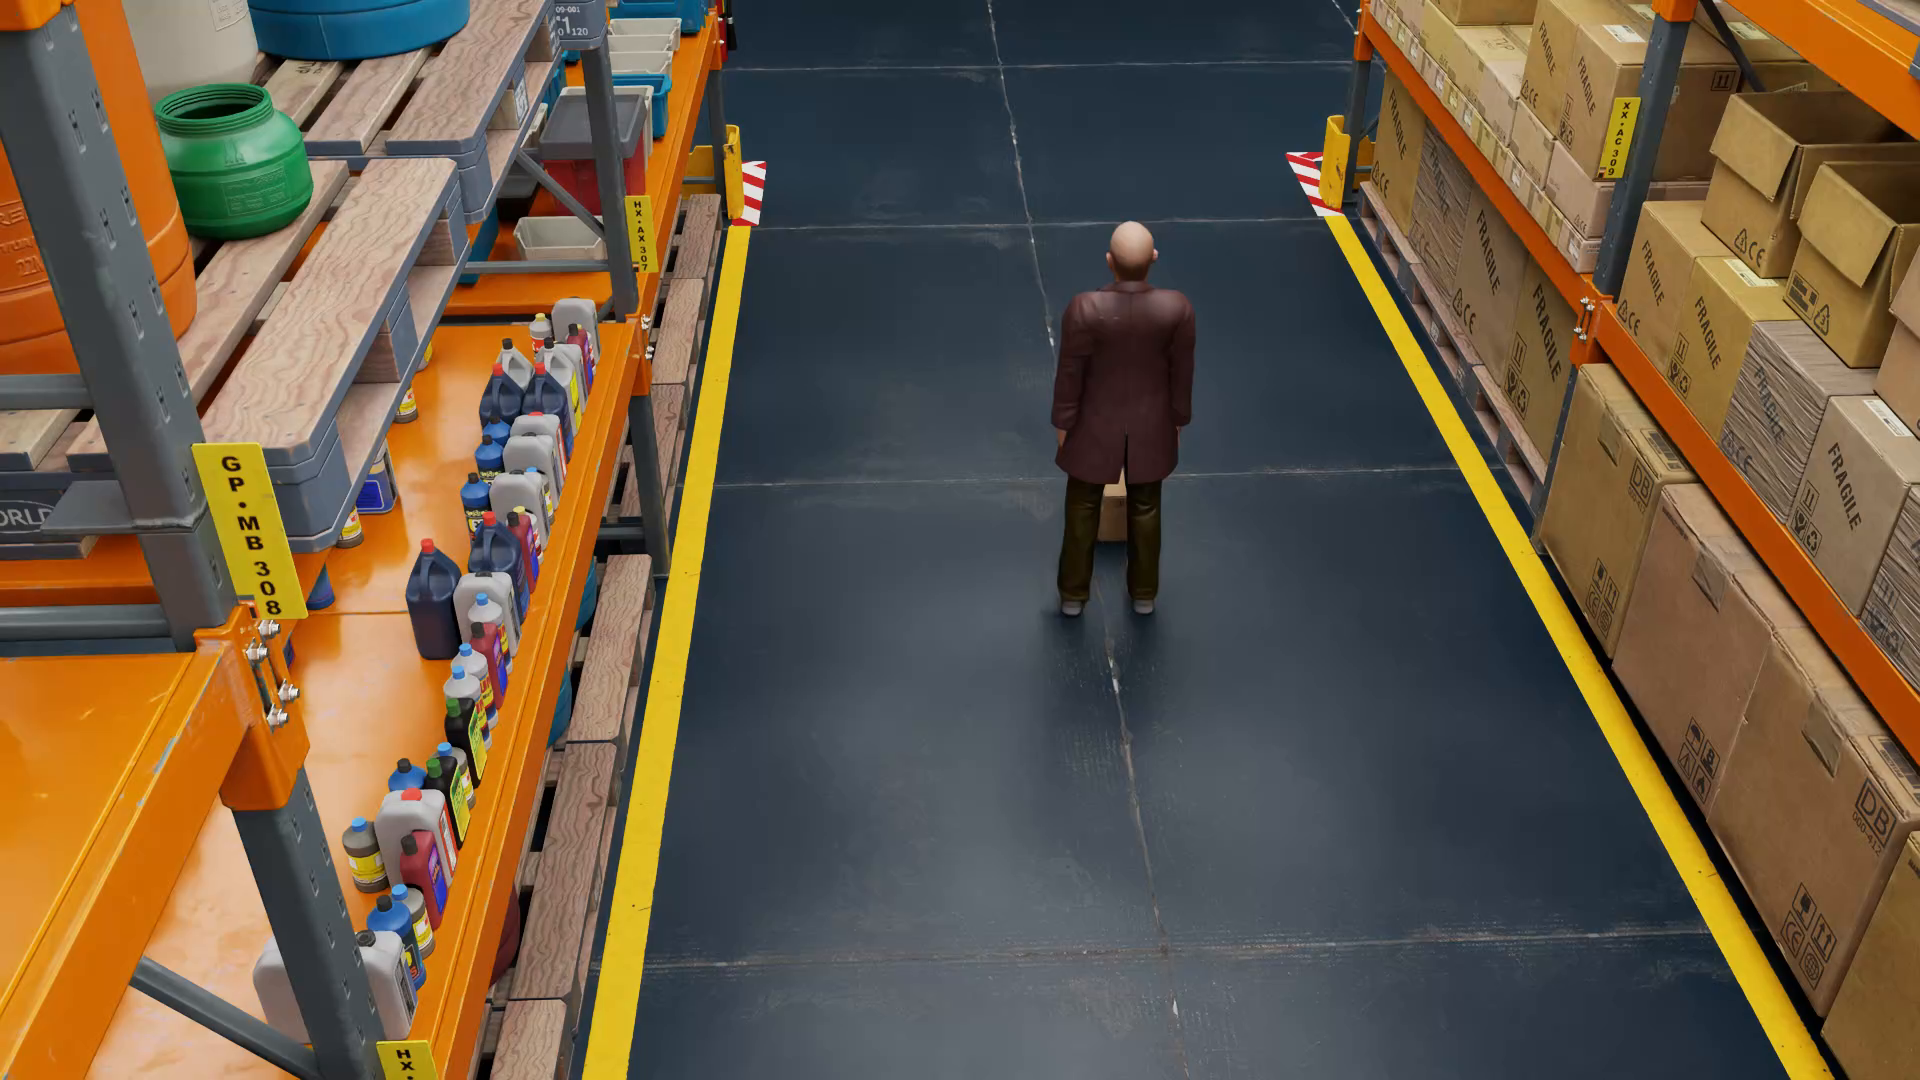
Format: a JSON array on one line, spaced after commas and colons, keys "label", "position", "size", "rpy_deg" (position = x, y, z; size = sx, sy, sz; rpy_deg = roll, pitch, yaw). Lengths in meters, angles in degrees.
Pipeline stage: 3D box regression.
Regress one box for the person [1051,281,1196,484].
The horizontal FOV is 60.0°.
[{"label": "person", "position": [0.663, -0.673, 6.738], "size": [0.581, 0.897, 0.323], "rpy_deg": [-1, 35, -1]}]
